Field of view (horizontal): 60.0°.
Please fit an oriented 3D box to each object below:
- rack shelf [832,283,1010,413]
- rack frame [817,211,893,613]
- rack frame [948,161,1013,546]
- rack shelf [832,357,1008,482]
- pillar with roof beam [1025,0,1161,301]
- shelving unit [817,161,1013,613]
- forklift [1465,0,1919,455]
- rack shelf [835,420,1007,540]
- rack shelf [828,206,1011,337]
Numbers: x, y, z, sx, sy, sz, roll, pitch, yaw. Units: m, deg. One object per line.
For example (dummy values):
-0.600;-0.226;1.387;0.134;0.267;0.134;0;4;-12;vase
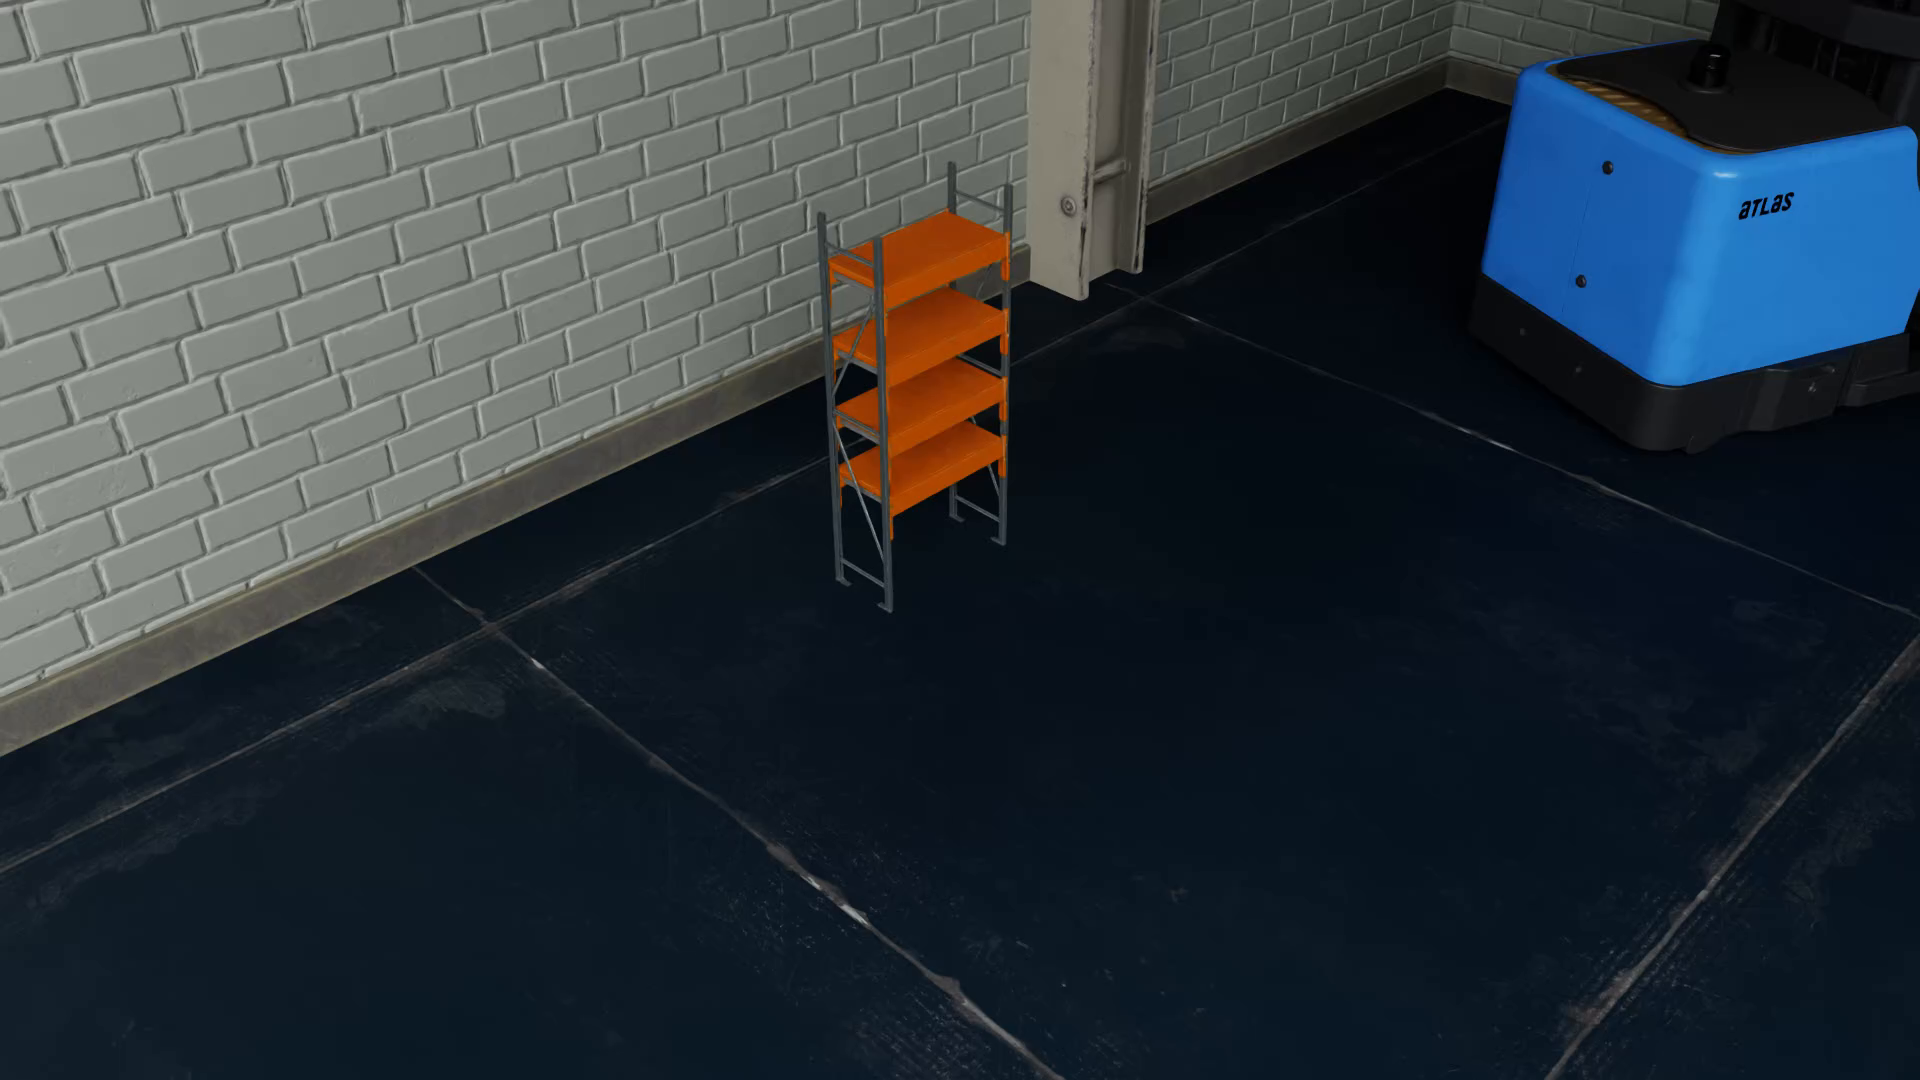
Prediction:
-0.117;-0.553;4.721;0.258;0.148;0.480;30;45;35;rack shelf
-0.289;-0.326;4.668;0.240;1.200;0.015;30;45;35;rack frame
0.055;-0.524;4.952;0.240;1.200;0.015;30;45;35;rack frame
-0.117;-0.370;4.849;0.258;0.148;0.480;30;45;35;rack shelf
3.562;-3.047;1.752;9.100;9.000;0.400;30;45;35;pillar with roof beam
-0.117;-0.425;4.810;0.258;1.200;0.503;30;45;35;shelving unit
3.472;-2.030;5.599;3.031;2.935;1.130;-13;37;-18;forklift
-0.117;-0.207;4.962;0.258;0.148;0.480;30;45;35;rack shelf
-0.117;-0.747;4.586;0.258;0.148;0.480;30;45;35;rack shelf
